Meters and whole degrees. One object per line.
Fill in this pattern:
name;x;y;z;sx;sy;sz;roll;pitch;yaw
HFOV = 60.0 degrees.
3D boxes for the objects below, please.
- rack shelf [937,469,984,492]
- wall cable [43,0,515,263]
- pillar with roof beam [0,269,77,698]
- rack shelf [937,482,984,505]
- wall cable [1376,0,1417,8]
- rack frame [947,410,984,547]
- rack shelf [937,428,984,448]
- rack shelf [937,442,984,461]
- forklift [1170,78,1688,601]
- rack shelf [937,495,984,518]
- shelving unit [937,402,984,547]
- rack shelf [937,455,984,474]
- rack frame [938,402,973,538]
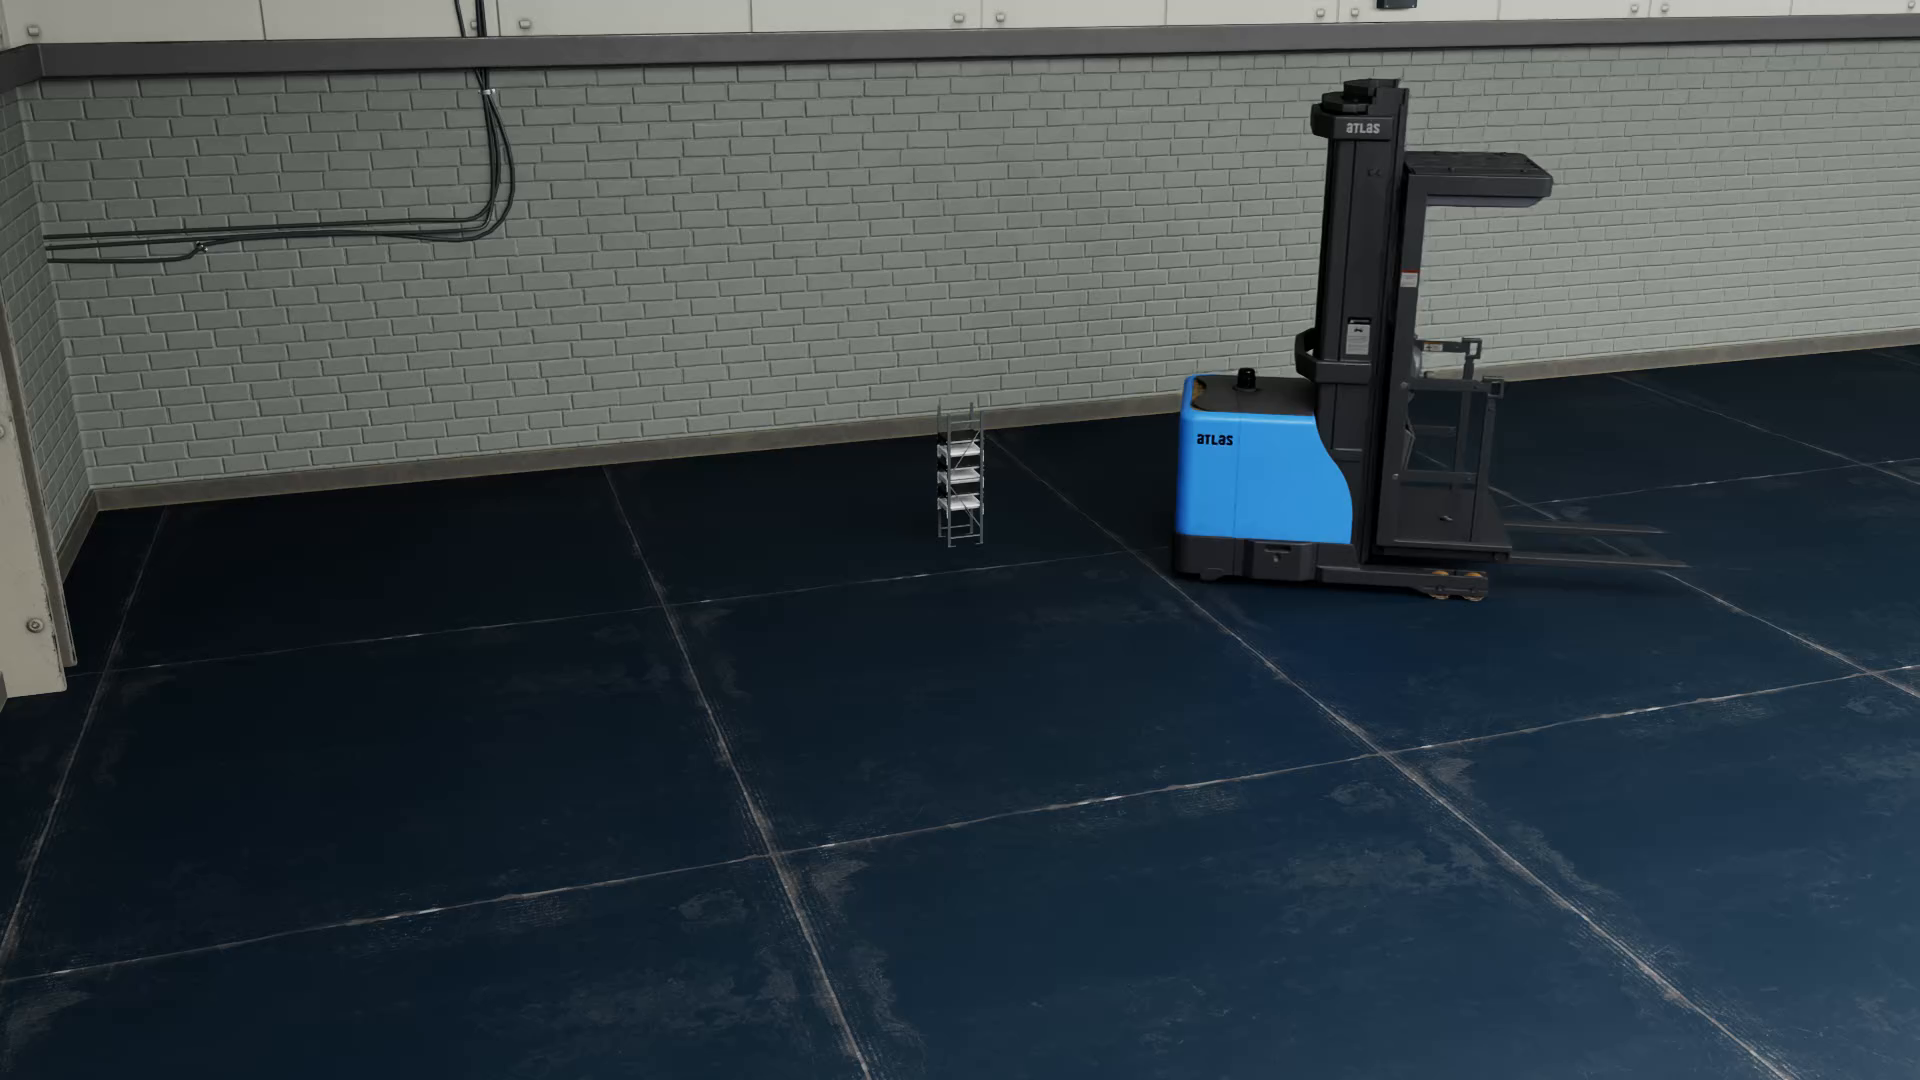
rack shelf;0.003;-0.390;10.768;0.258;0.077;0.200;-6;21;-17
wall cable;-4.569;-3.117;10.876;3.097;2.526;0.112;-6;21;-17
pillar with roof beam;-0.811;-3.950;8.601;9.100;9.000;0.400;-6;21;-17
rack shelf;0.003;-0.305;10.799;0.258;0.077;0.200;-6;21;-17
wall cable;4.448;-7.182;12.570;2.305;6.003;0.169;-6;21;-17
rack frame;0.034;-0.388;10.666;0.240;0.900;0.006;-6;21;-17
rack shelf;0.003;-0.644;10.677;0.258;0.077;0.200;-6;21;-17
rack shelf;0.003;-0.559;10.708;0.258;0.077;0.200;-6;21;-17
forklift;2.862;-1.209;9.947;3.031;2.935;1.130;3;20;9
rack shelf;0.003;-0.220;10.829;0.258;0.077;0.200;-6;21;-17
shelving unit;0.003;-0.421;10.757;0.258;0.900;0.210;-6;21;-17
rack shelf;0.003;-0.474;10.738;0.258;0.077;0.200;-6;21;-17
rack frame;-0.029;-0.454;10.848;0.240;0.900;0.006;-6;21;-17
